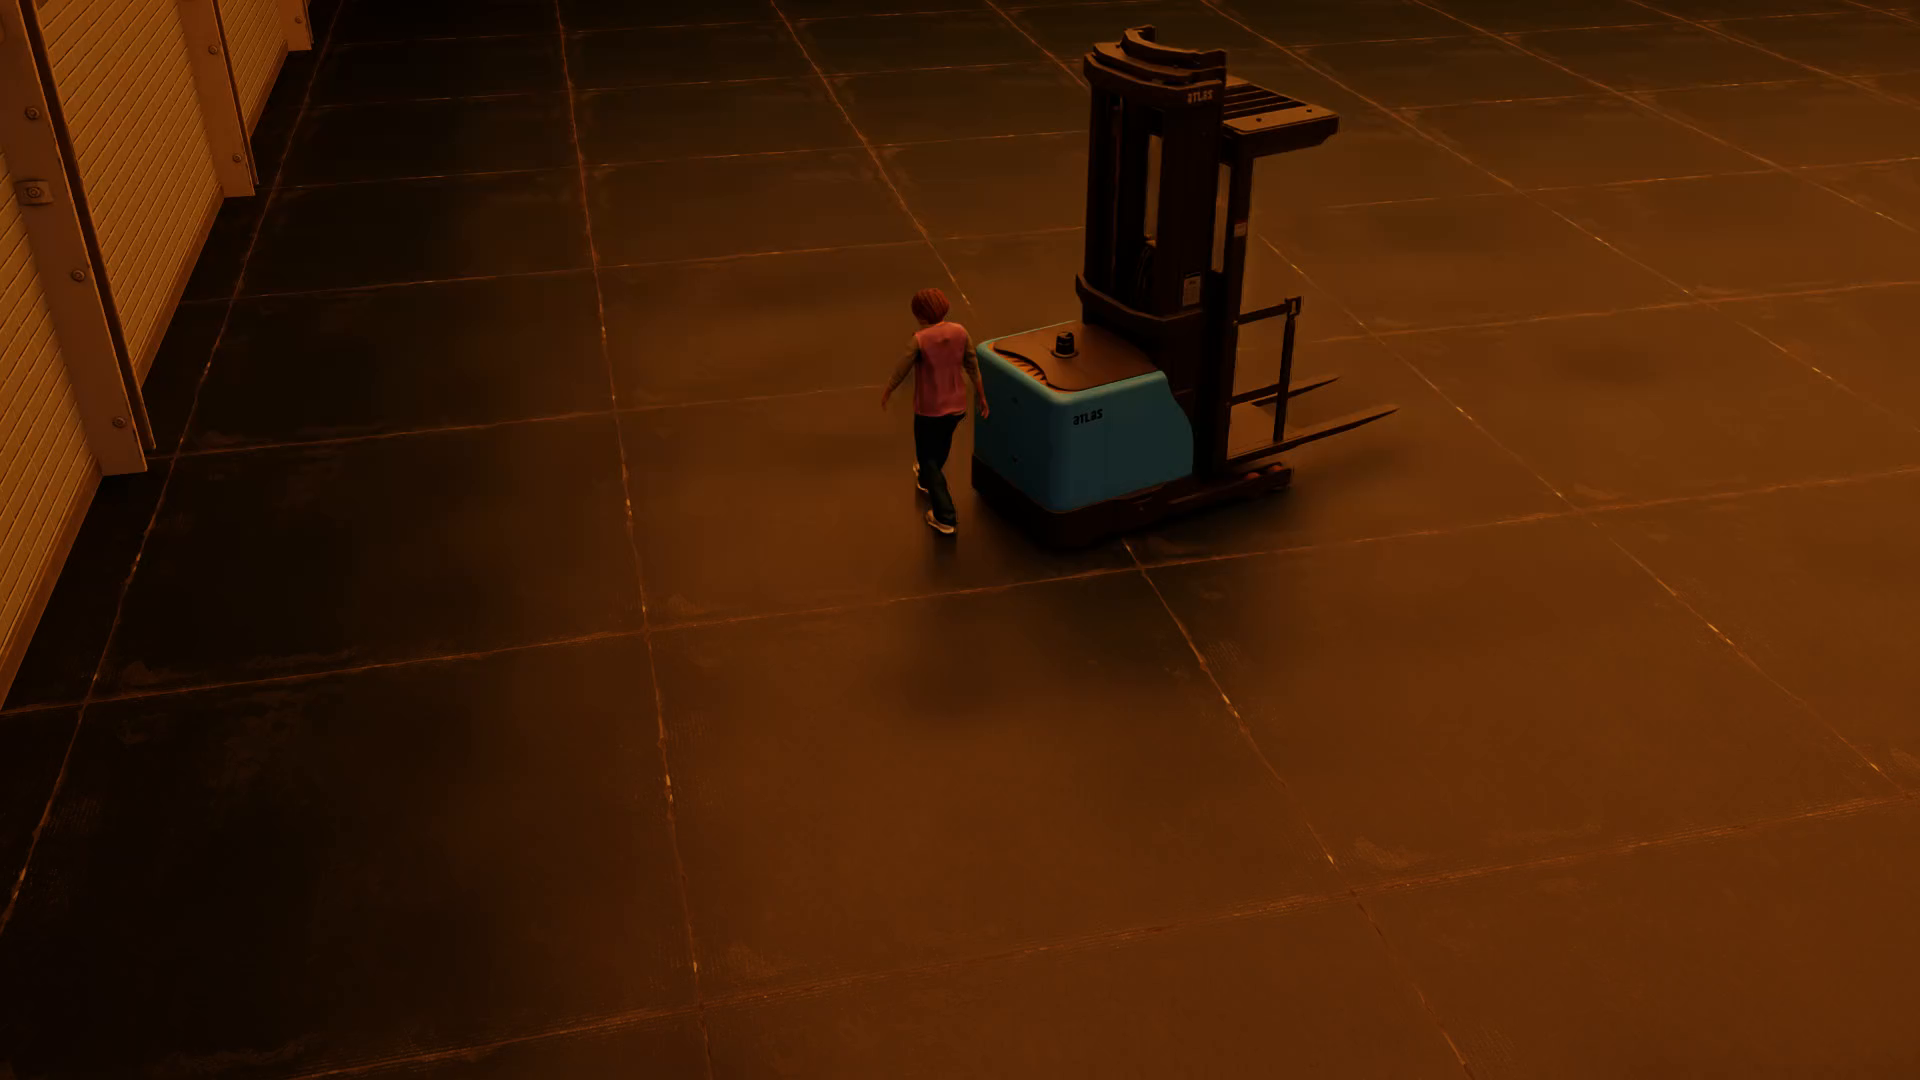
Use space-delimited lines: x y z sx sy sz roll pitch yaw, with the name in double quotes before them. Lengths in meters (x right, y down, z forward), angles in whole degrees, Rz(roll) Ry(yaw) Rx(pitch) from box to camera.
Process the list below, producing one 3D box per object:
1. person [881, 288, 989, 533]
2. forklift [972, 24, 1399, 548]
"person" -0.173 -0.887 10.493 0.605 1.538 0.813 -17 34 -27
"forklift" 1.607 -1.757 10.610 3.031 2.935 1.130 -17 34 -26
